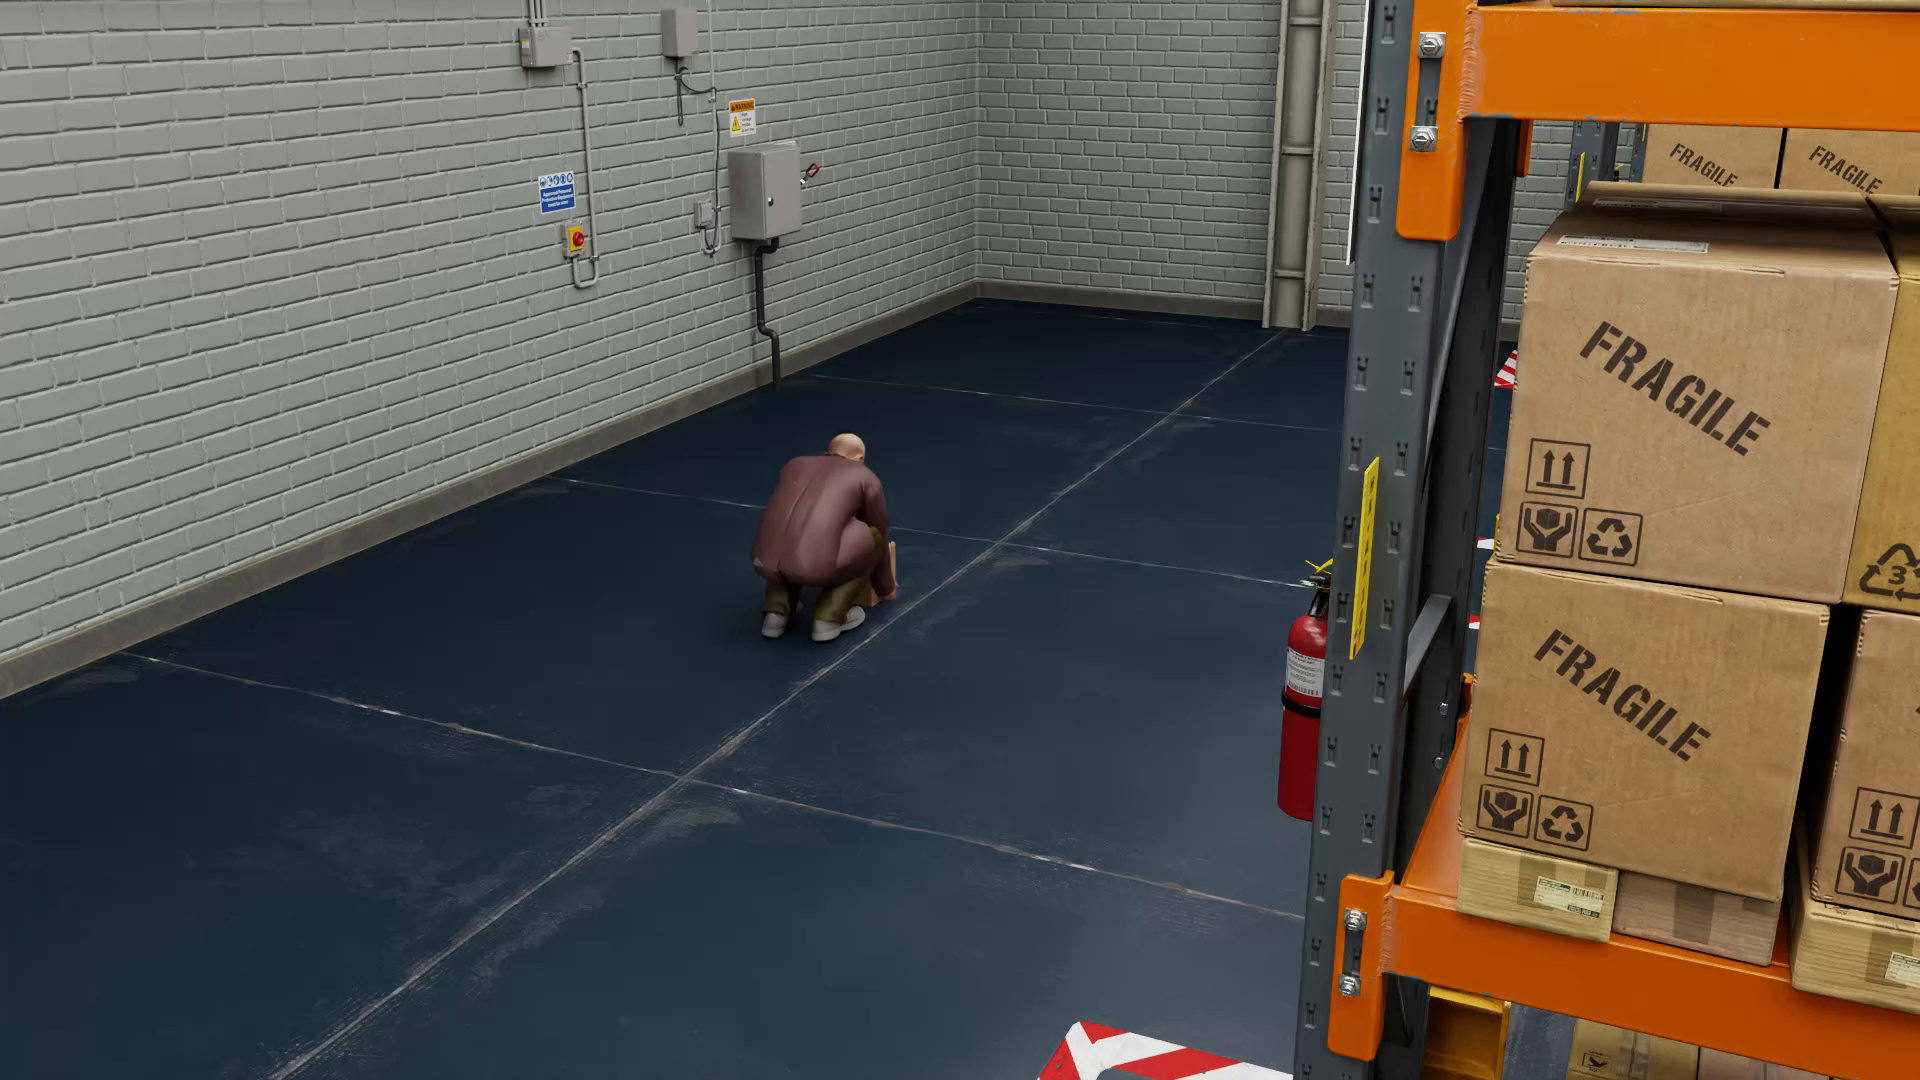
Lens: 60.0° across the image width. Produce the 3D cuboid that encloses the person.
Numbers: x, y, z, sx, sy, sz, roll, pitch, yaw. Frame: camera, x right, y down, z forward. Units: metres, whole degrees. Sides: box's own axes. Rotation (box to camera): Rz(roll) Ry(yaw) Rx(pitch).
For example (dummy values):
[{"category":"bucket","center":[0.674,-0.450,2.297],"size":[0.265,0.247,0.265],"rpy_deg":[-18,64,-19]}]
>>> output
[{"category":"person","center":[-0.623,0.032,7.652],"size":[0.581,0.870,0.911],"rpy_deg":[8,20,23]}]
